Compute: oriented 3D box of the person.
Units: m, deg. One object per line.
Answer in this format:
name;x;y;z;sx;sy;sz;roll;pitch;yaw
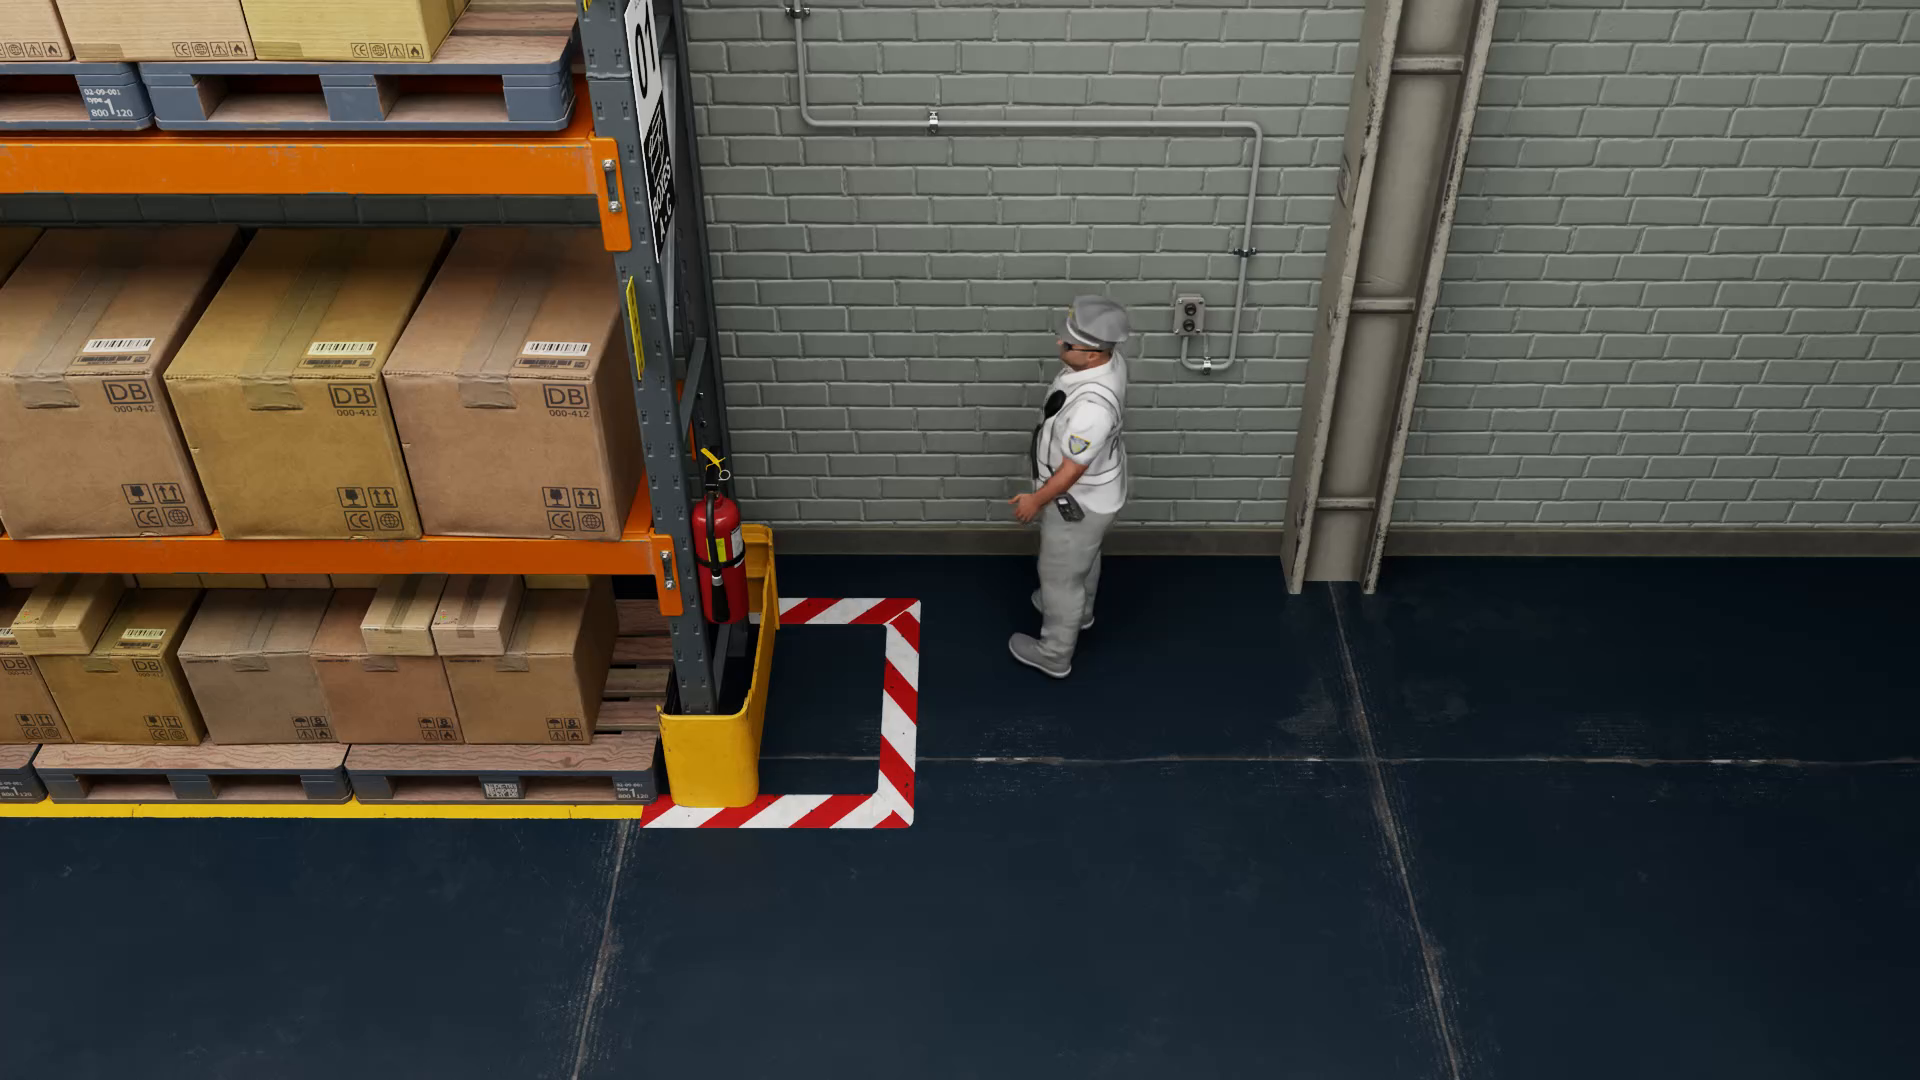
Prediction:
person;0.452;-0.234;6.748;0.461;1.782;0.602;7;40;8
